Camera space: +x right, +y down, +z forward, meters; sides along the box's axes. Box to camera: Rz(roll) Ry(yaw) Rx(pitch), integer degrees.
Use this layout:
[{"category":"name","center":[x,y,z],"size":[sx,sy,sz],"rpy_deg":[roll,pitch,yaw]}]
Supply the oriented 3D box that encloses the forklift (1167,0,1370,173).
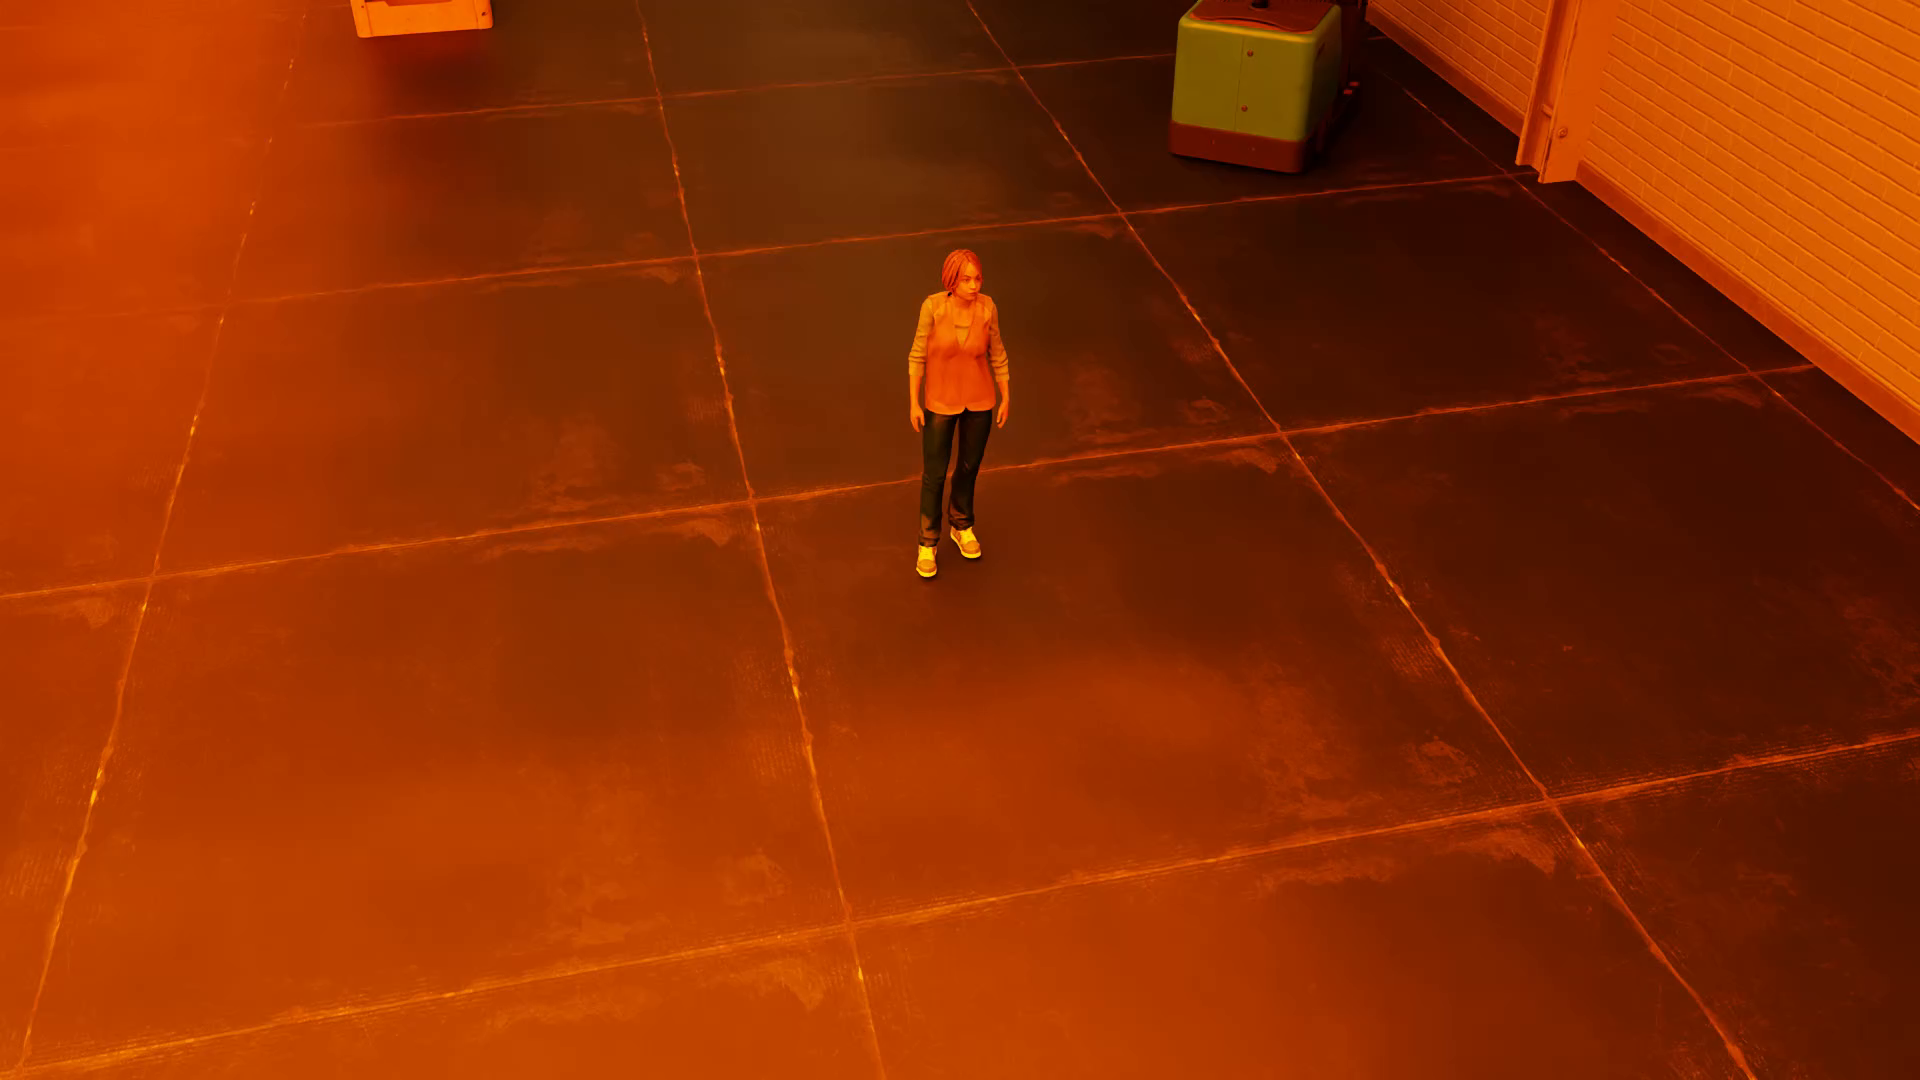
[{"category":"forklift","center":[2.614,-4.727,12.619],"size":[1.130,2.935,3.031],"rpy_deg":[14,38,19]}]

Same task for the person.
[{"category":"person","center":[0.003,-0.611,8.028],"size":[0.520,1.597,0.476],"rpy_deg":[-8,36,-11]}]
